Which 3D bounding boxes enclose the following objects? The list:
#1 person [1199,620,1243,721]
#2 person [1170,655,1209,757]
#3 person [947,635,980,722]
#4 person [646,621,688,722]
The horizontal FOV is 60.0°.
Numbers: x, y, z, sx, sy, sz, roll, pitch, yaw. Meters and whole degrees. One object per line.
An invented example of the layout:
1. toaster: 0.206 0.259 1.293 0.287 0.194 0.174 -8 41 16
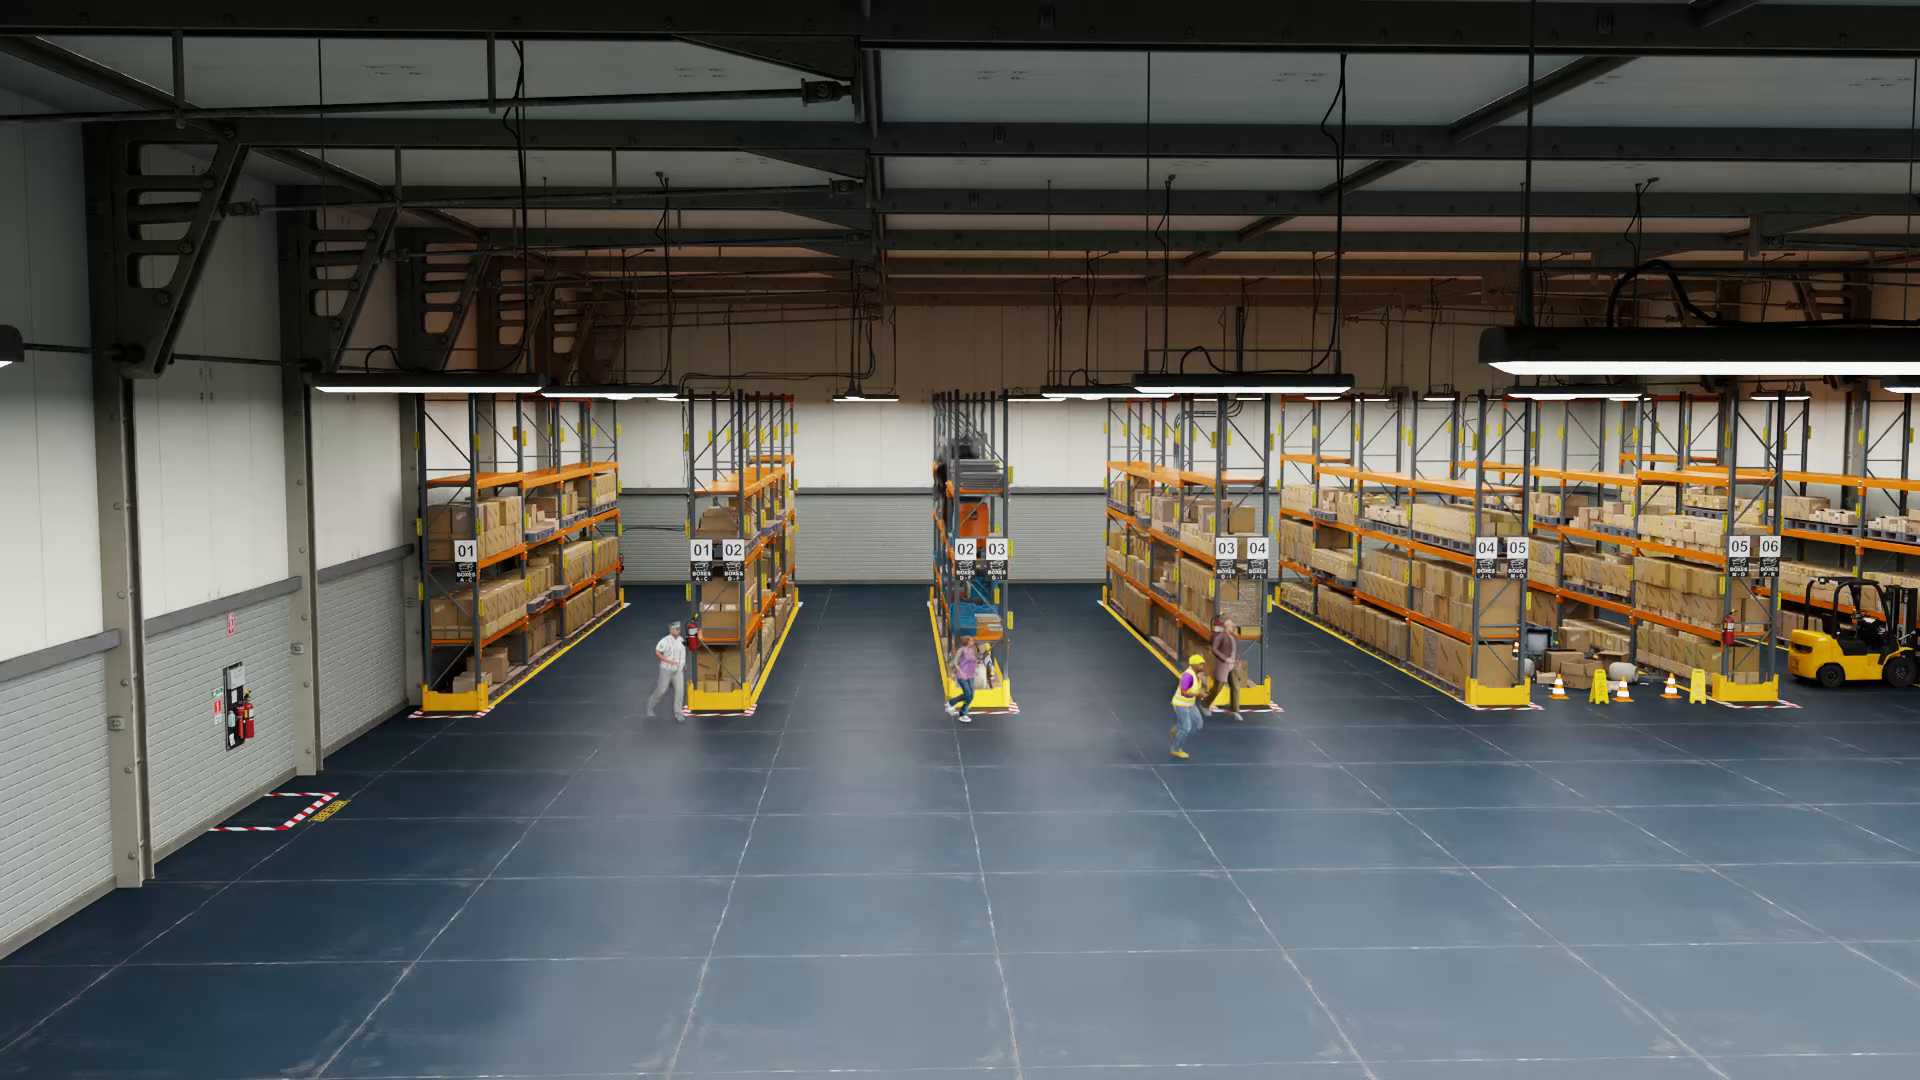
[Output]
1. person: 4.903 2.349 30.317 0.761 1.761 0.980 -3 6 -36
2. person: 3.729 2.691 26.957 0.702 1.693 0.680 3 5 31
3. person: 0.075 2.493 30.166 0.533 1.546 0.569 4 6 37
4. person: -5.232 2.372 30.317 0.945 1.777 0.741 5 7 45
